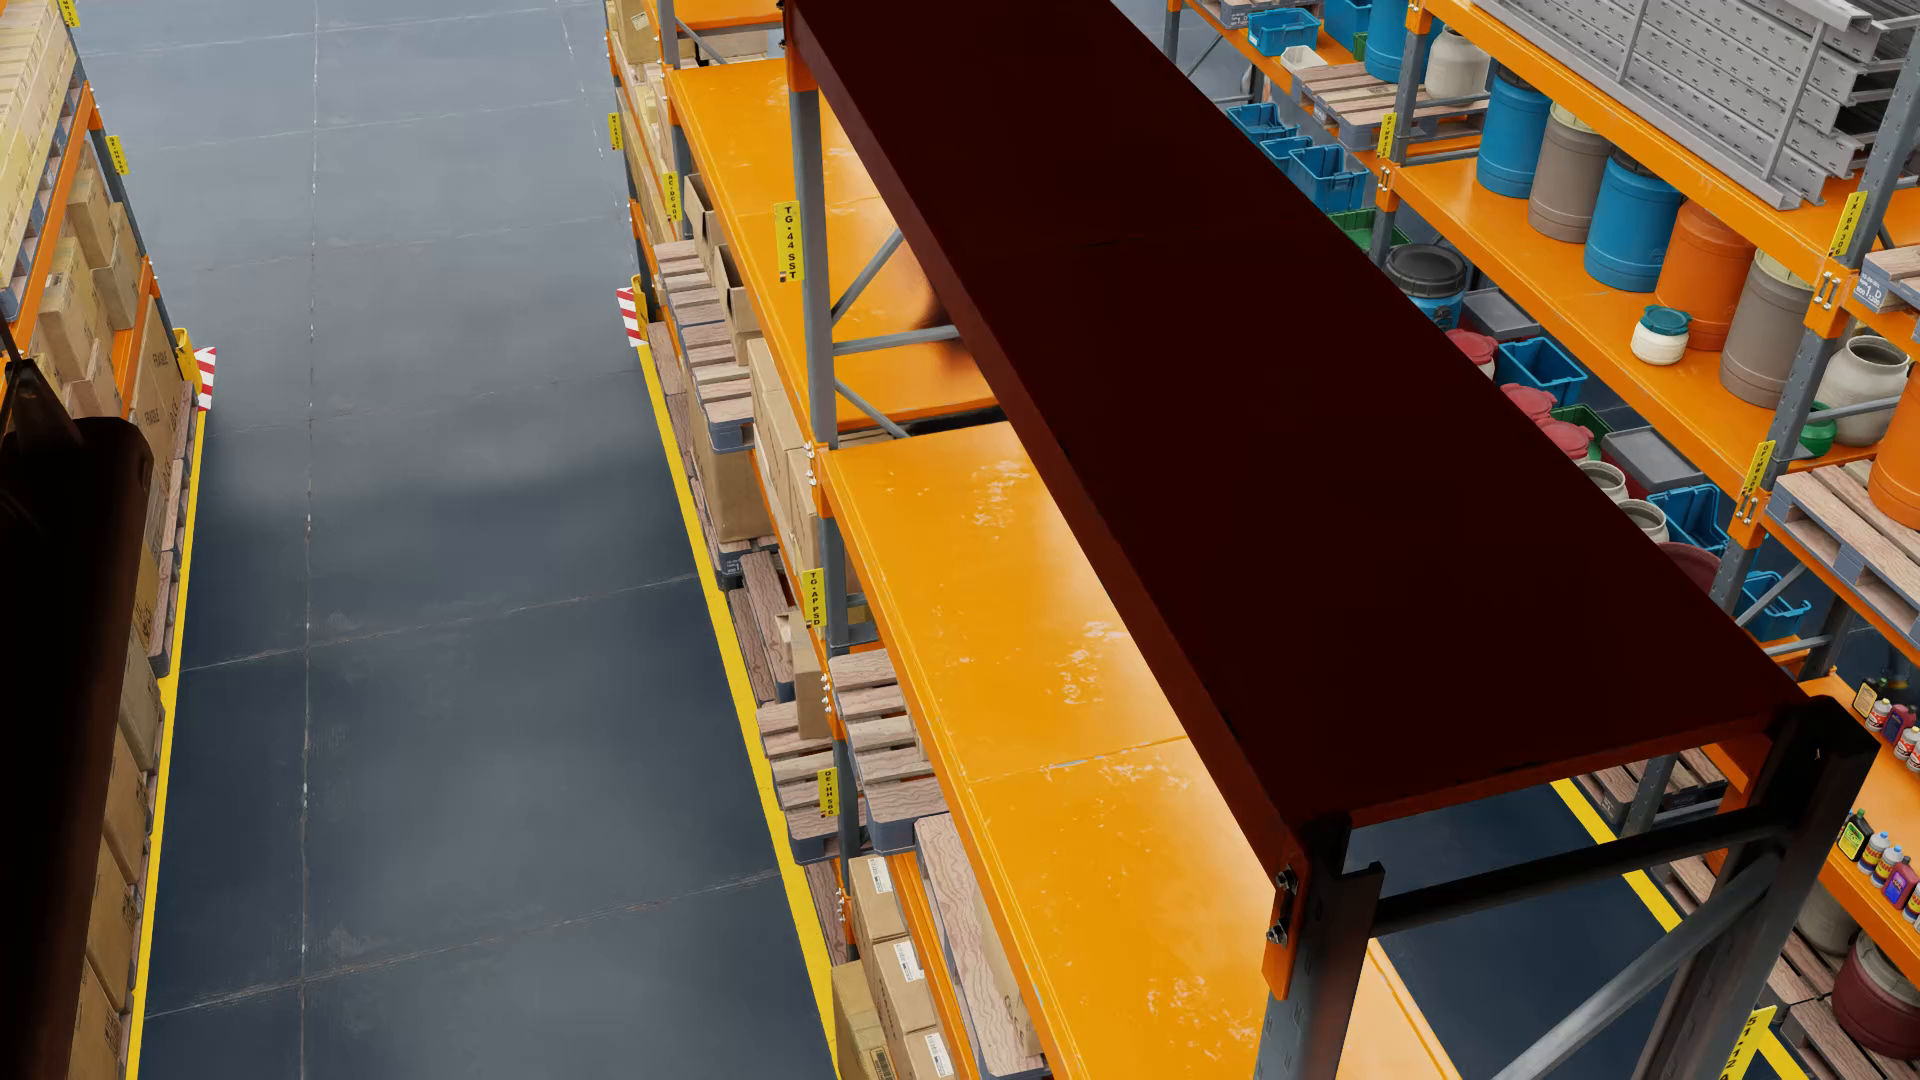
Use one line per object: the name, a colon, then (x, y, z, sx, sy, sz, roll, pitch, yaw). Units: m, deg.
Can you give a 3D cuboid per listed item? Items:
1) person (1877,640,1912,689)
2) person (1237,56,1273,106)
person: (6.489, 0.412, 10.895, 0.651, 1.811, 0.833, -7, 39, -9)
person: (3.143, -4.300, 16.961, 0.751, 1.640, 0.567, 19, 42, 22)
